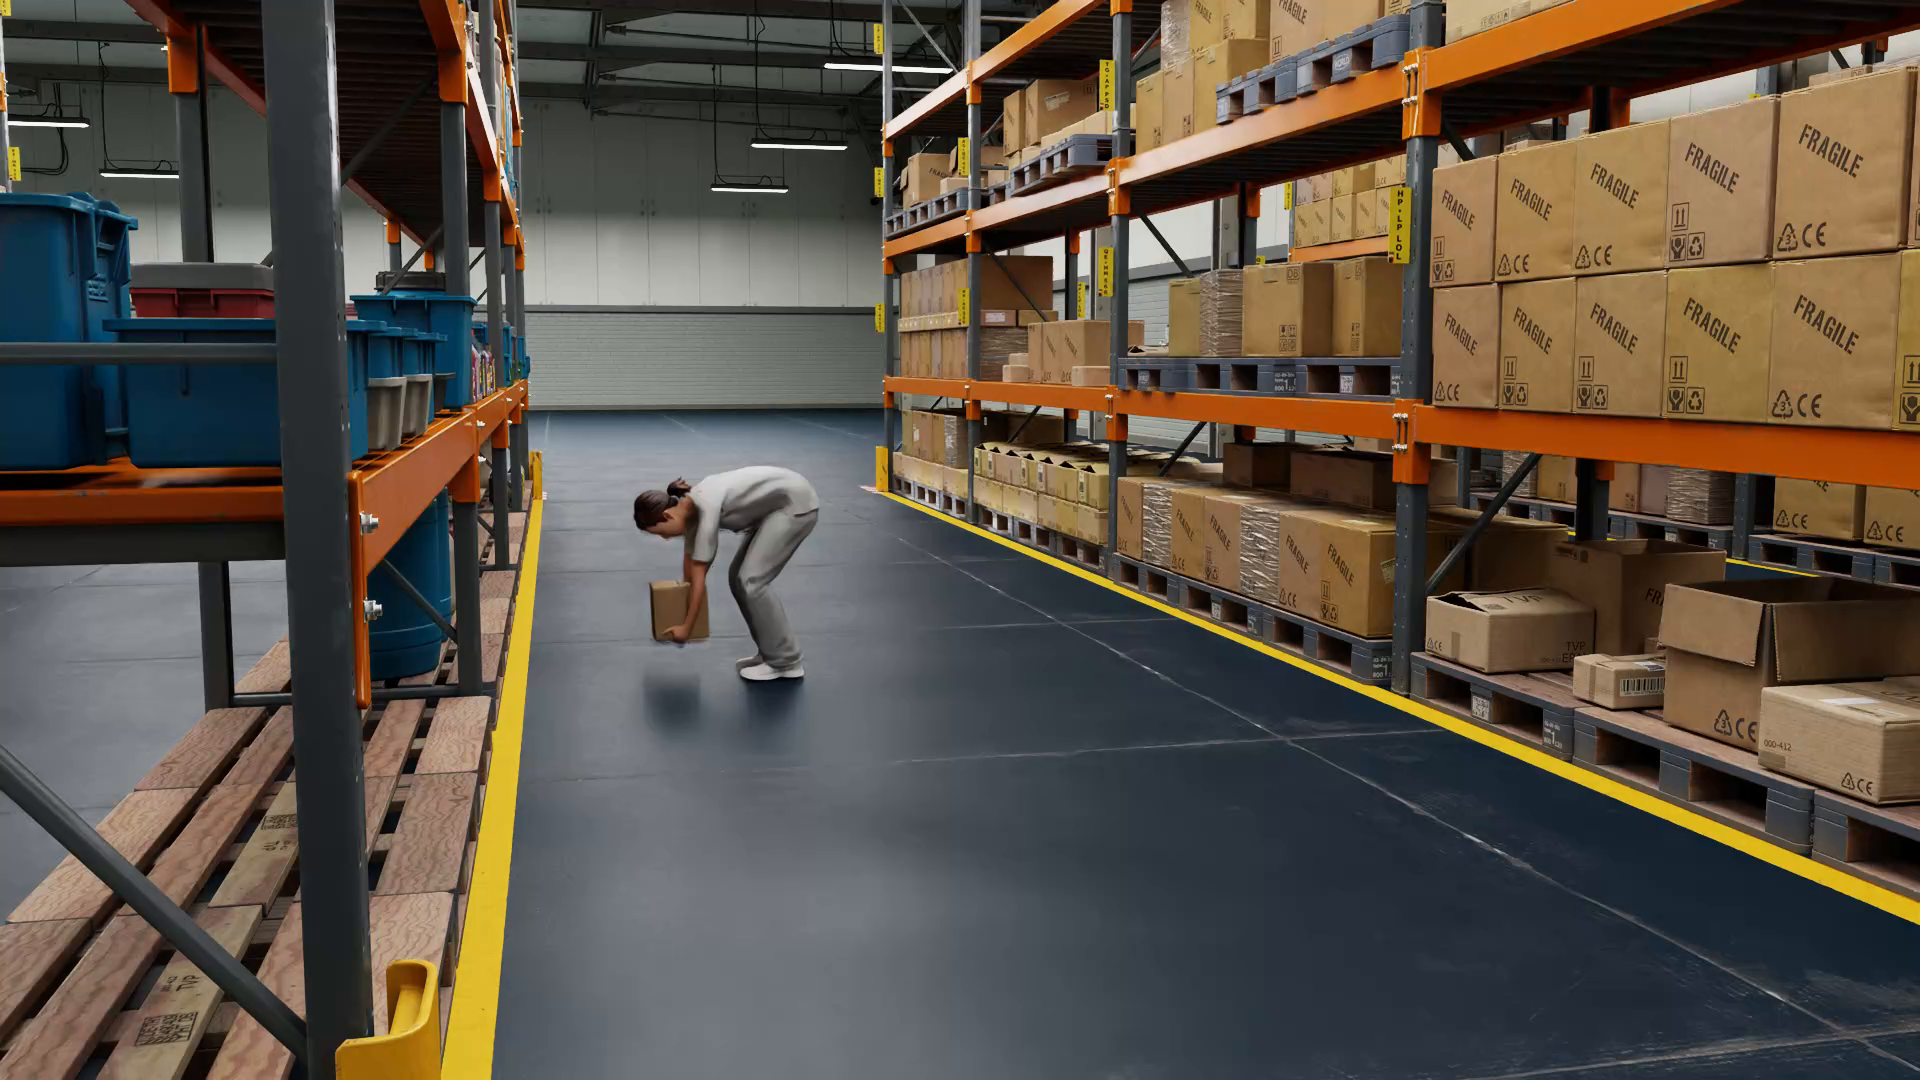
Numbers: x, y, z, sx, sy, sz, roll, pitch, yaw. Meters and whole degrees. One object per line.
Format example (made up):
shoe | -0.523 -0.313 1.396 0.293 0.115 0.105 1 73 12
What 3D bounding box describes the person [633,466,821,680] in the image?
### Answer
person | -1.094 0.156 7.845 0.866 0.998 0.446 -2 6 -16
